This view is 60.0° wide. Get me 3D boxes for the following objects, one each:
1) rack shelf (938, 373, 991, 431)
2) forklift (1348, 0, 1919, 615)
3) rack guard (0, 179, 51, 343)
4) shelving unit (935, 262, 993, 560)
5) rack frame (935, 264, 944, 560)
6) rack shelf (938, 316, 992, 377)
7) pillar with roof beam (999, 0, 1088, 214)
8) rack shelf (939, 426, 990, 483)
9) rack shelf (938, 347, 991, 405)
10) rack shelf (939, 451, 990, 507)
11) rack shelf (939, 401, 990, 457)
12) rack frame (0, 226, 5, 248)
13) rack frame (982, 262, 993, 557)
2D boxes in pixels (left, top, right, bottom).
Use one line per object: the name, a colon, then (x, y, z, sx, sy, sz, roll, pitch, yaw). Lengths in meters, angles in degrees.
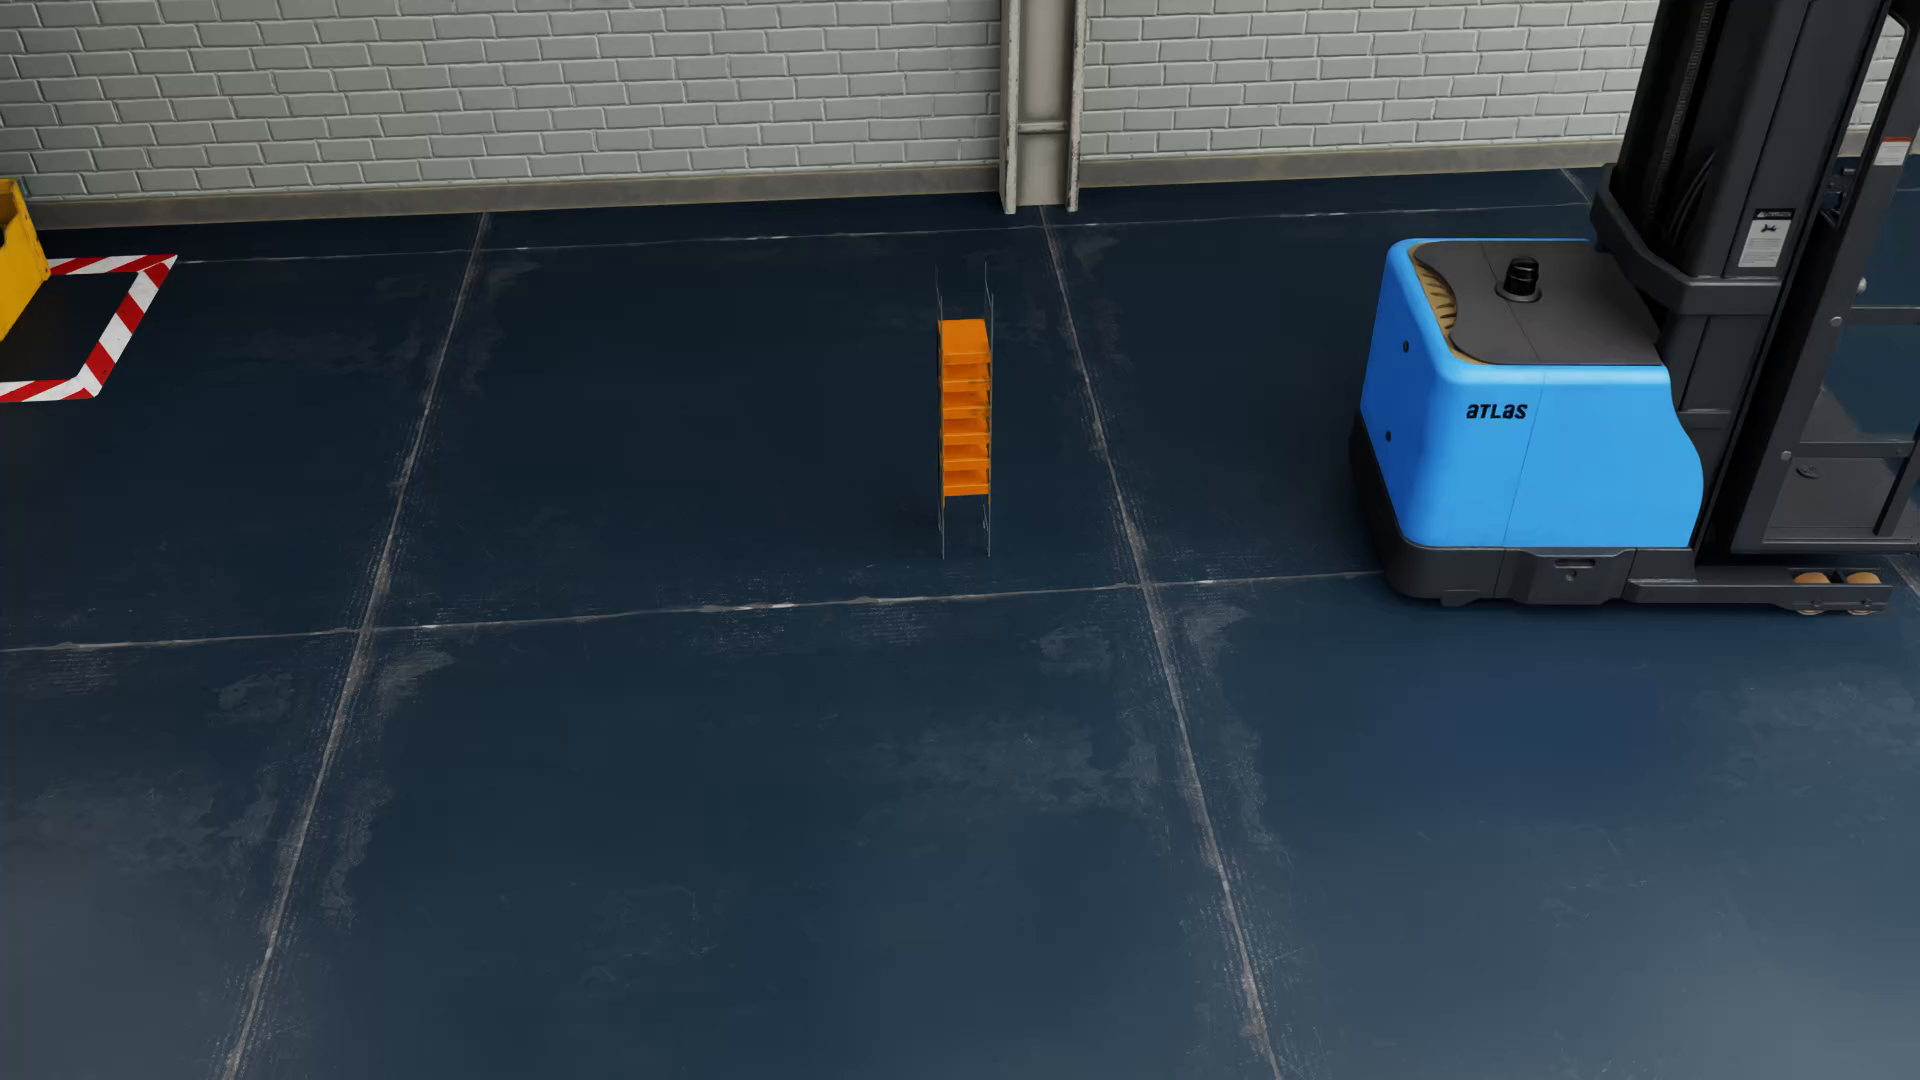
rack shelf: (0.014, -0.531, 6.333, 0.180, 0.103, 0.258, -3, 38, -4)
forklift: (3.171, -1.195, 5.898, 3.031, 2.935, 1.130, 0, 38, 0)
rack guard: (-4.753, -1.217, 7.889, 0.348, 0.500, 1.175, -3, 38, -4)
shelving unit: (0.014, -0.472, 6.379, 0.189, 1.200, 0.258, -3, 38, -4)
rack frame: (-0.077, -0.467, 6.373, 0.006, 1.200, 0.240, -3, 38, -4)
rack shelf: (0.014, -0.720, 6.184, 0.180, 0.103, 0.258, -3, 38, -4)
pillar with roof beam: (0.808, -2.743, 2.962, 0.400, 9.000, 9.100, -3, 38, -4)
rack shelf: (0.014, -0.343, 6.481, 0.180, 0.103, 0.258, -3, 38, -4)
rack shelf: (0.014, -0.625, 6.258, 0.180, 0.103, 0.258, -3, 38, -4)
rack shelf: (0.014, -0.249, 6.556, 0.180, 0.103, 0.258, -3, 38, -4)
rack shelf: (0.014, -0.437, 6.407, 0.180, 0.103, 0.258, -3, 38, -4)
rack frame: (-4.777, -2.197, 7.113, 0.127, 3.000, 1.000, -3, 38, -4)
rack frame: (0.106, -0.477, 6.386, 0.006, 1.200, 0.240, -3, 38, -4)
